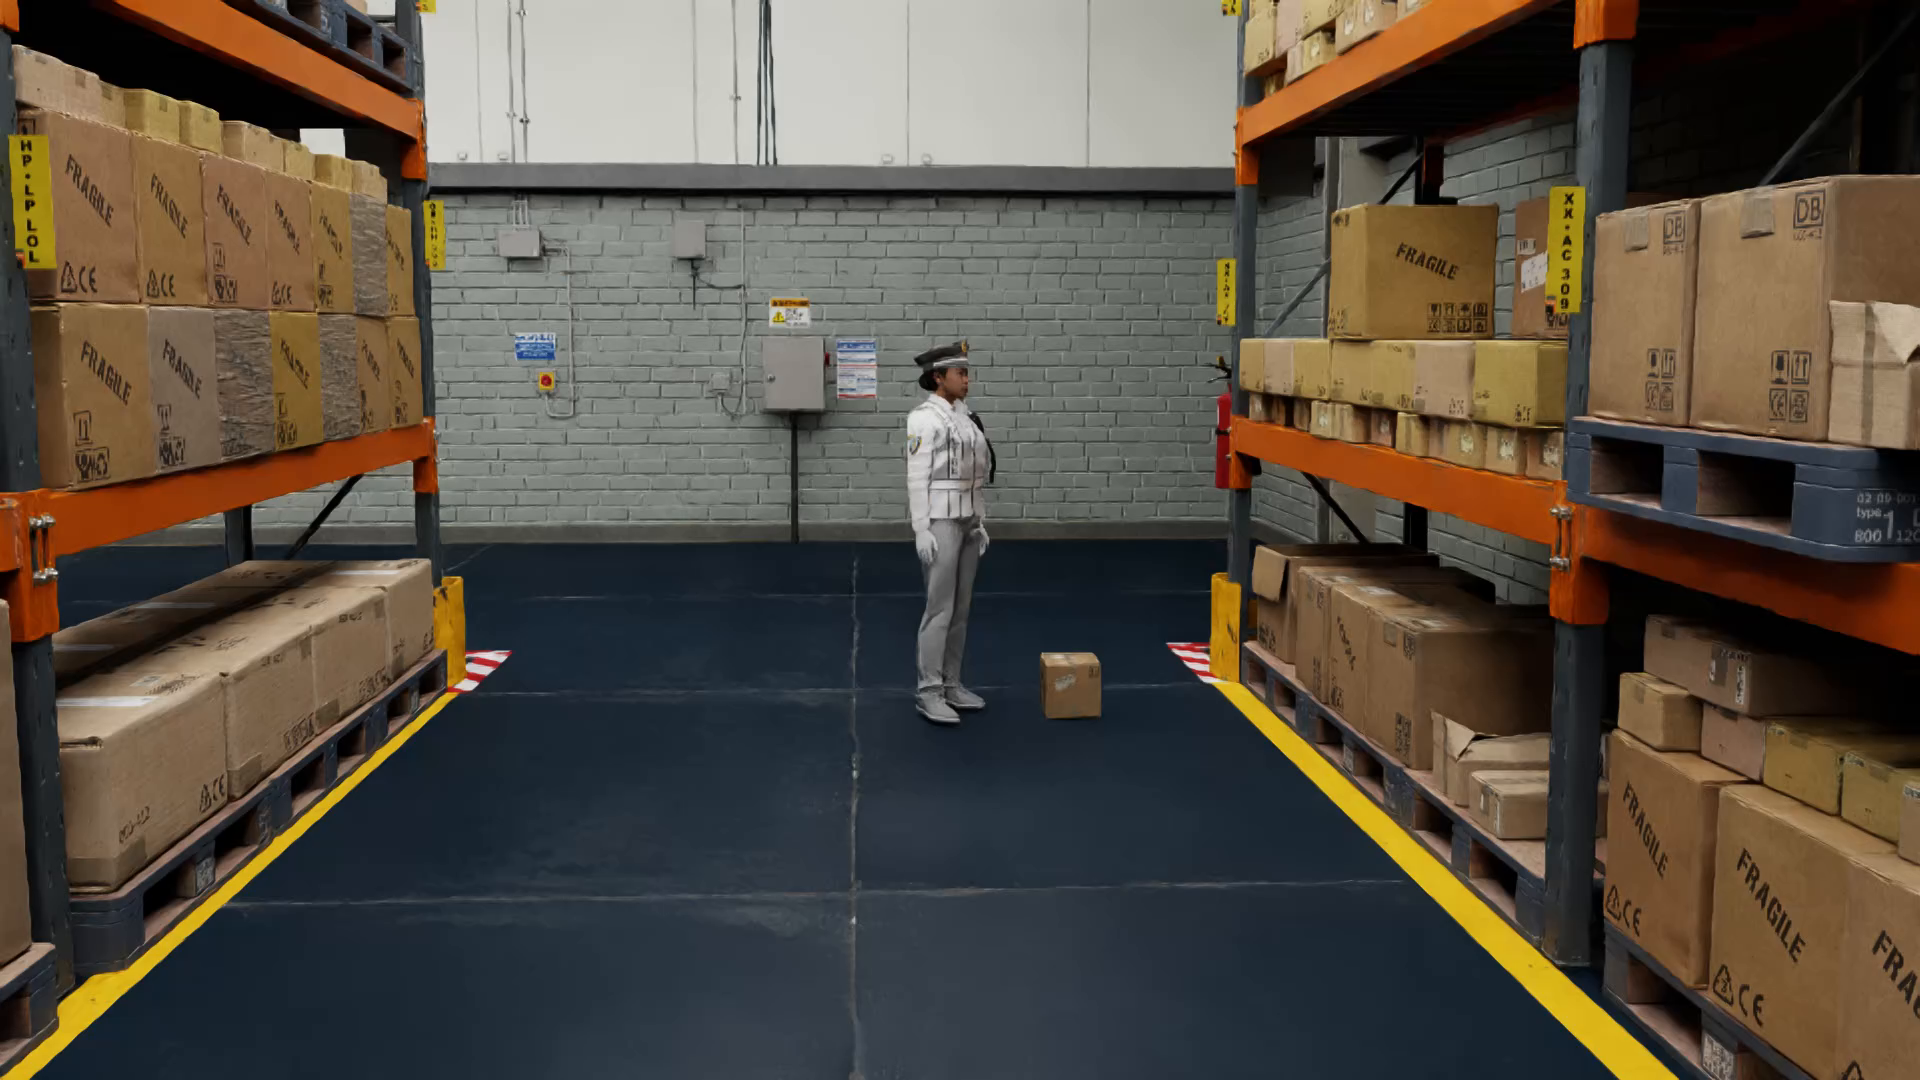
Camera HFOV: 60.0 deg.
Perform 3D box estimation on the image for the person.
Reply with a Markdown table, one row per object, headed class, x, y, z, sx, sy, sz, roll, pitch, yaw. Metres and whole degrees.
| class | x | y | z | sx | sy | sz | roll | pitch | yaw |
| --- | --- | --- | --- | --- | --- | --- | --- | --- | --- |
| person | -0.047 | -0.062 | 7.574 | 0.387 | 1.689 | 0.618 | 4 | 8 | 30 |
